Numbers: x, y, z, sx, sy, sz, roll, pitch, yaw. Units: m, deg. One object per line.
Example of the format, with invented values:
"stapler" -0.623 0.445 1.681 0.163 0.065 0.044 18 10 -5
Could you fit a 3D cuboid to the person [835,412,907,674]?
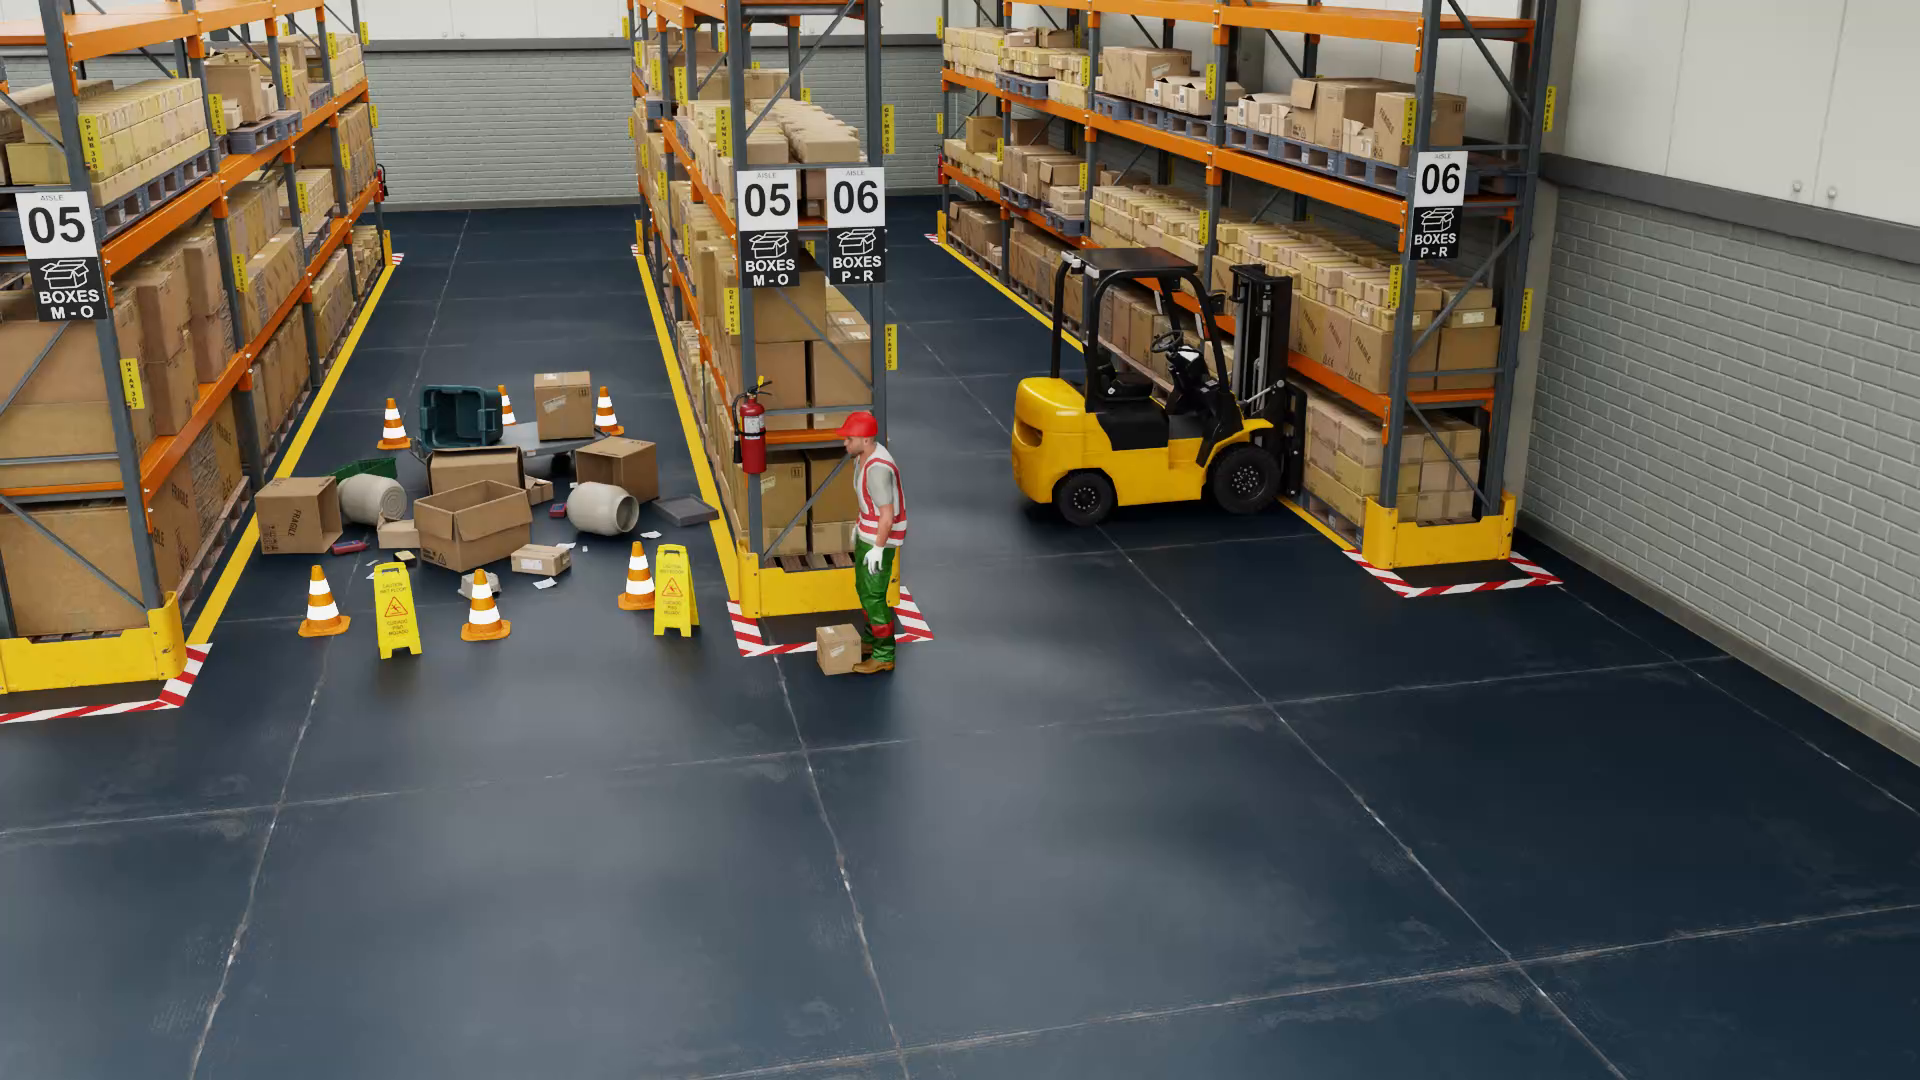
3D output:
"person" -0.593 0.000 11.047 0.450 1.778 0.604 -5 20 -14
